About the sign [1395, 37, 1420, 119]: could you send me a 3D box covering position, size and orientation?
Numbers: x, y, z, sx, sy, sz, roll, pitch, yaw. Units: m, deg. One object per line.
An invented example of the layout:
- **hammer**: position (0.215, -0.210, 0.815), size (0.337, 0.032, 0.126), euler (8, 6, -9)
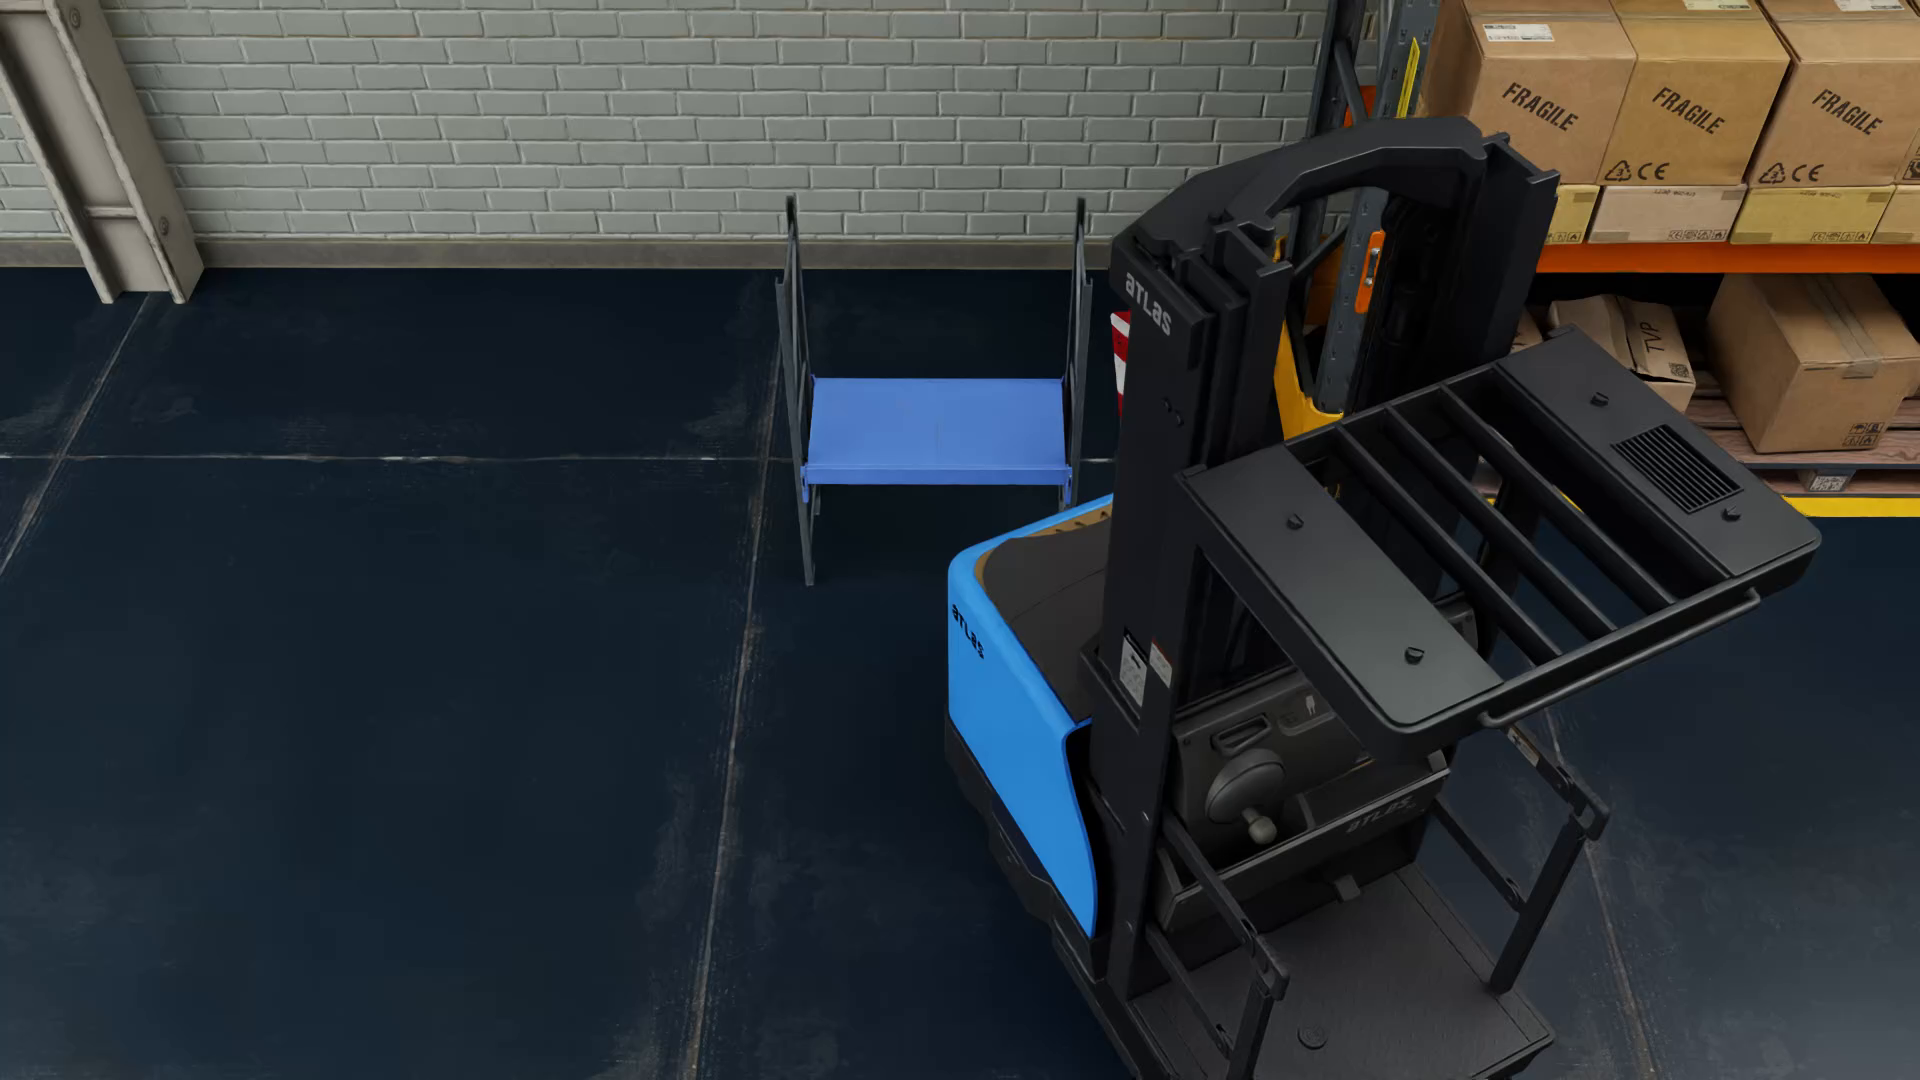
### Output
- **sign**: position (1.477, -1.493, 5.499), size (0.005, 0.325, 0.100), euler (0, 47, 0)

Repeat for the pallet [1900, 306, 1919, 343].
- **pallet**: position (4.807, -0.610, 7.173), size (1.213, 0.211, 1.003), euler (0, 47, 0)

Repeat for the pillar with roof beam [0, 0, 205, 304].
- **pillar with roof beam**: position (-3.834, -1.135, 1.659), size (0.400, 9.000, 9.100), euler (0, 47, 0)

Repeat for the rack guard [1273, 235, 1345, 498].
- **rack guard**: position (1.555, -0.743, 7.100), size (0.348, 0.500, 1.175), euler (0, 47, 0)

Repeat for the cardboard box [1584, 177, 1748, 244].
- **cardboard box**: position (2.485, -1.326, 6.024), size (0.500, 0.250, 0.500), euler (-1, 47, -1)

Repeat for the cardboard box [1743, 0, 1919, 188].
- **cardboard box**: position (2.966, -1.570, 5.739), size (0.500, 0.500, 0.500), euler (-1, 47, -1)

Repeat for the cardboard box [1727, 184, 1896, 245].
- **cardboard box**: position (2.994, -1.320, 6.018), size (0.500, 0.250, 0.500), euler (-1, 47, 0)

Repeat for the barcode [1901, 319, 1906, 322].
- **barcode**: position (4.009, -0.921, 7.129), size (0.075, 0.075, 0.001), euler (0, 47, 0)

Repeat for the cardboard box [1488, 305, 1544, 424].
- **cardboard box**: position (2.170, -0.761, 6.945), size (0.500, 0.311, 0.500), euler (-5, 47, -4)

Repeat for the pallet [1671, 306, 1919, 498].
- **pallet**: position (3.584, -0.611, 7.174), size (1.213, 0.211, 1.003), euler (0, 47, 0)

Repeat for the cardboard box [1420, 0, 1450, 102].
- **cardboard box**: position (1.951, -1.960, 6.102), size (0.500, 0.500, 0.500), euler (0, 47, 0)

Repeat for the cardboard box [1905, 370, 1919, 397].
- **cardboard box**: position (3.880, -0.781, 7.075), size (0.250, 0.149, 0.380), euler (-3, 47, -3)

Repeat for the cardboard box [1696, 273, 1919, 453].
- **cardboard box**: position (3.474, -0.785, 6.839), size (0.500, 0.500, 0.700), euler (-3, 47, -2)

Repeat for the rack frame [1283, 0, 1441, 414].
- **rack frame**: position (1.479, -1.595, 6.185), size (0.127, 3.000, 1.000), euler (0, 47, 0)

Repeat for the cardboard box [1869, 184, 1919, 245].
- **cardboard box**: position (3.500, -1.317, 6.015), size (0.500, 0.250, 0.500), euler (1, 47, 1)

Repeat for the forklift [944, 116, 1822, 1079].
- **forklift**: position (1.066, 0.580, 4.208), size (1.130, 2.935, 3.031), euler (-21, 50, -18)

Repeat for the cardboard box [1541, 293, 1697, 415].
- **cardboard box**: position (2.741, -0.759, 6.944), size (0.500, 0.311, 0.500), euler (4, 47, 3)

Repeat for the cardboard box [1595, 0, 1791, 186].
- **cardboard box**: position (2.449, -1.576, 5.744), size (0.500, 0.500, 0.500), euler (0, 47, 0)

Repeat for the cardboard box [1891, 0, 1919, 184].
- **cardboard box**: position (3.482, -1.577, 5.745), size (0.500, 0.500, 0.500), euler (1, 47, 1)

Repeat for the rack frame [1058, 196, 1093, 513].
- **rack frame**: position (0.423, -0.510, 6.200), size (0.032, 1.500, 0.500), euler (0, 47, 0)

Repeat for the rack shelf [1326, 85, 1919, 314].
- **rack shelf**: position (3.479, -1.344, 6.443), size (4.000, 0.370, 1.077), euler (0, 47, 0)

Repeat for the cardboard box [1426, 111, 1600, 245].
- **cardboard box**: position (1.966, -1.317, 6.015), size (0.500, 0.250, 0.500), euler (-1, 47, -1)

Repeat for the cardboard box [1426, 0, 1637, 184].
- **cardboard box**: position (1.955, -1.585, 5.752), size (0.500, 0.500, 0.500), euler (0, 47, 0)

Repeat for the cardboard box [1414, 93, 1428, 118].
- **cardboard box**: position (1.947, -1.691, 6.364), size (0.500, 0.250, 0.500), euler (1, 47, 1)

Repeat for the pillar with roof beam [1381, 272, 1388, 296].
- **pillar with roof beam**: position (2.166, -1.119, 1.644), size (0.400, 9.000, 9.100), euler (0, 47, 0)

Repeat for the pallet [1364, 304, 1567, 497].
- **pallet**: position (2.367, -0.616, 7.179), size (1.213, 0.211, 1.003), euler (0, 47, 0)

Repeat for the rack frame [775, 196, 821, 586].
- **rack frame**: position (-0.594, -0.513, 6.203), size (0.032, 1.500, 0.500), euler (0, 47, 0)

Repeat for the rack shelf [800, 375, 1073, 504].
- **rack shelf**: position (-0.085, -0.389, 6.333), size (1.000, 0.185, 0.538), euler (0, 47, 0)

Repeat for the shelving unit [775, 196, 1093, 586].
- **shelving unit**: position (-0.085, -0.511, 6.201), size (1.048, 1.500, 0.538), euler (0, 47, 0)
